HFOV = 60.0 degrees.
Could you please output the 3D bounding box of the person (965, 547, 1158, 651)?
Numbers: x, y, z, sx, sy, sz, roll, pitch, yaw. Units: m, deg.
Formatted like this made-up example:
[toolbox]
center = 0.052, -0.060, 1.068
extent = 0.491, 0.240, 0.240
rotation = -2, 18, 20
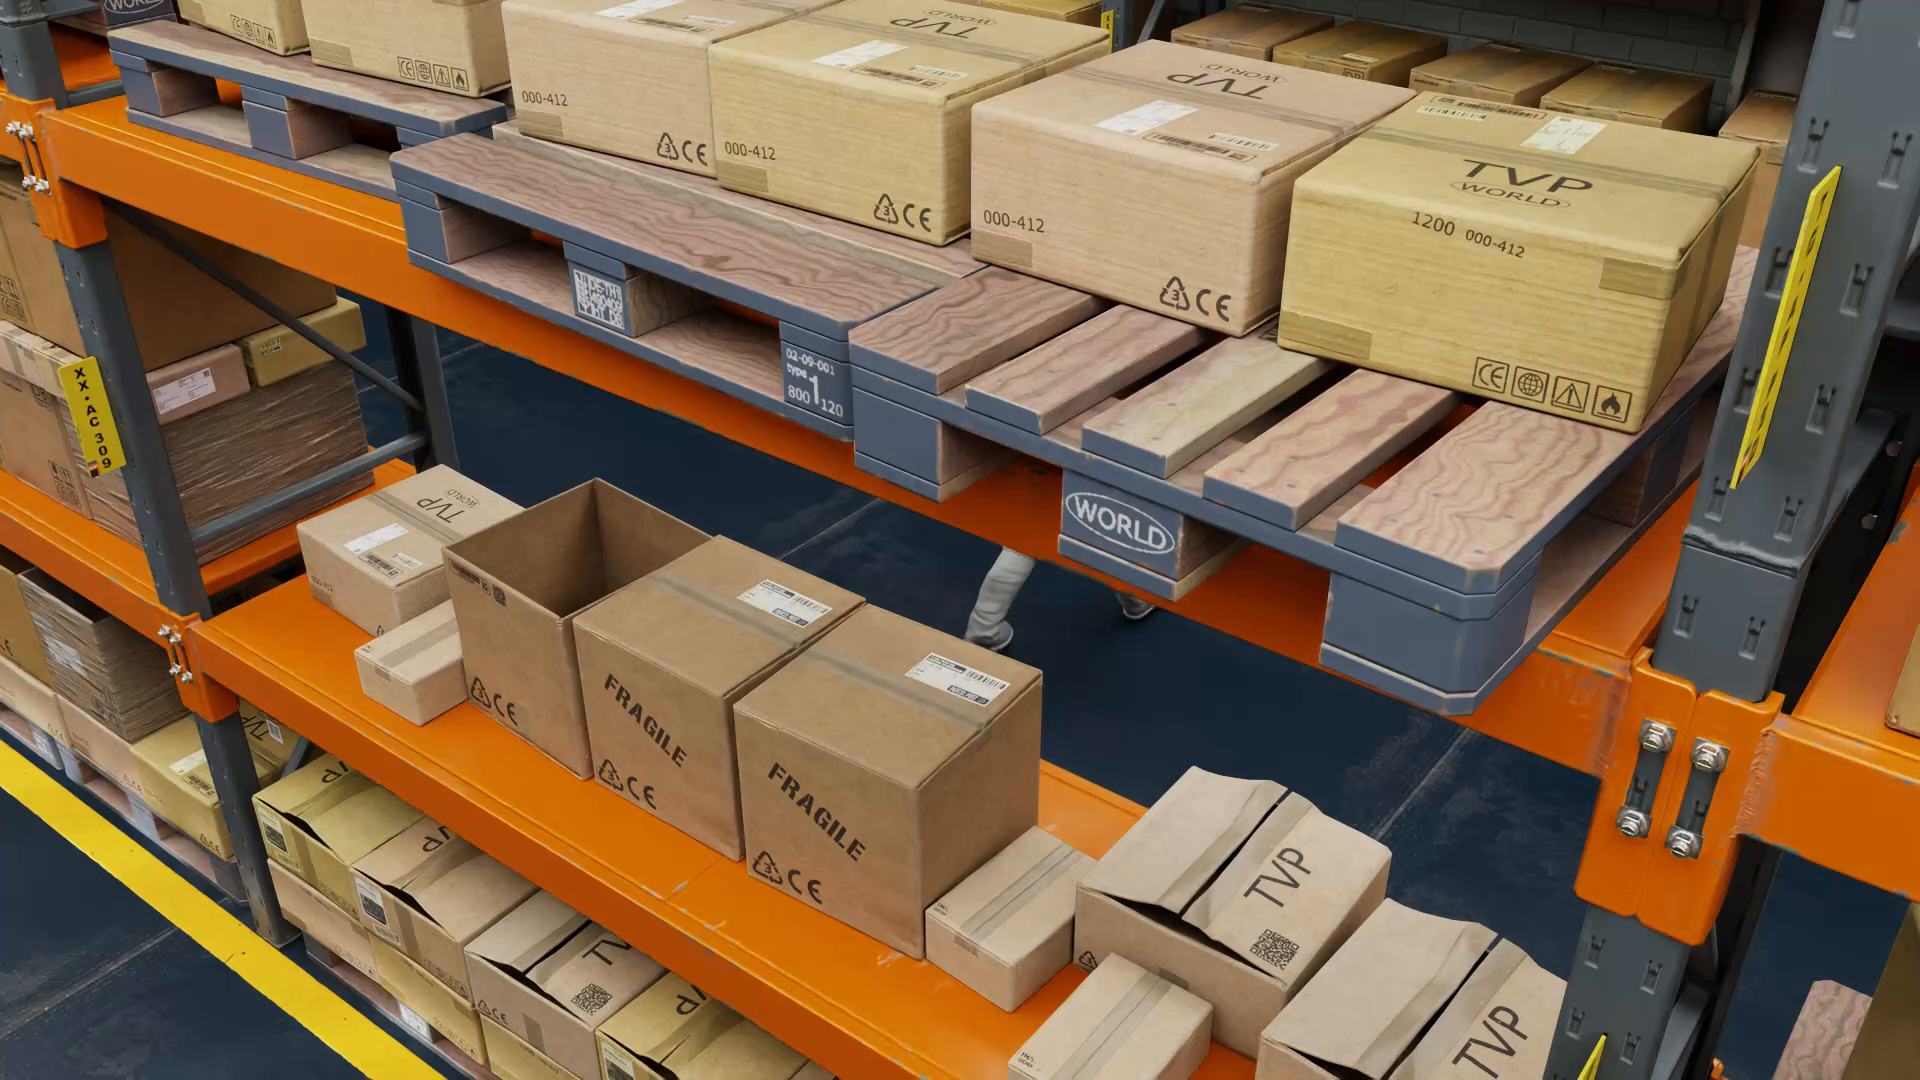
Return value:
[person]
center = 0.478, -0.305, 6.663
extent = 0.541, 1.610, 0.991
rotation = 19, 36, 28
